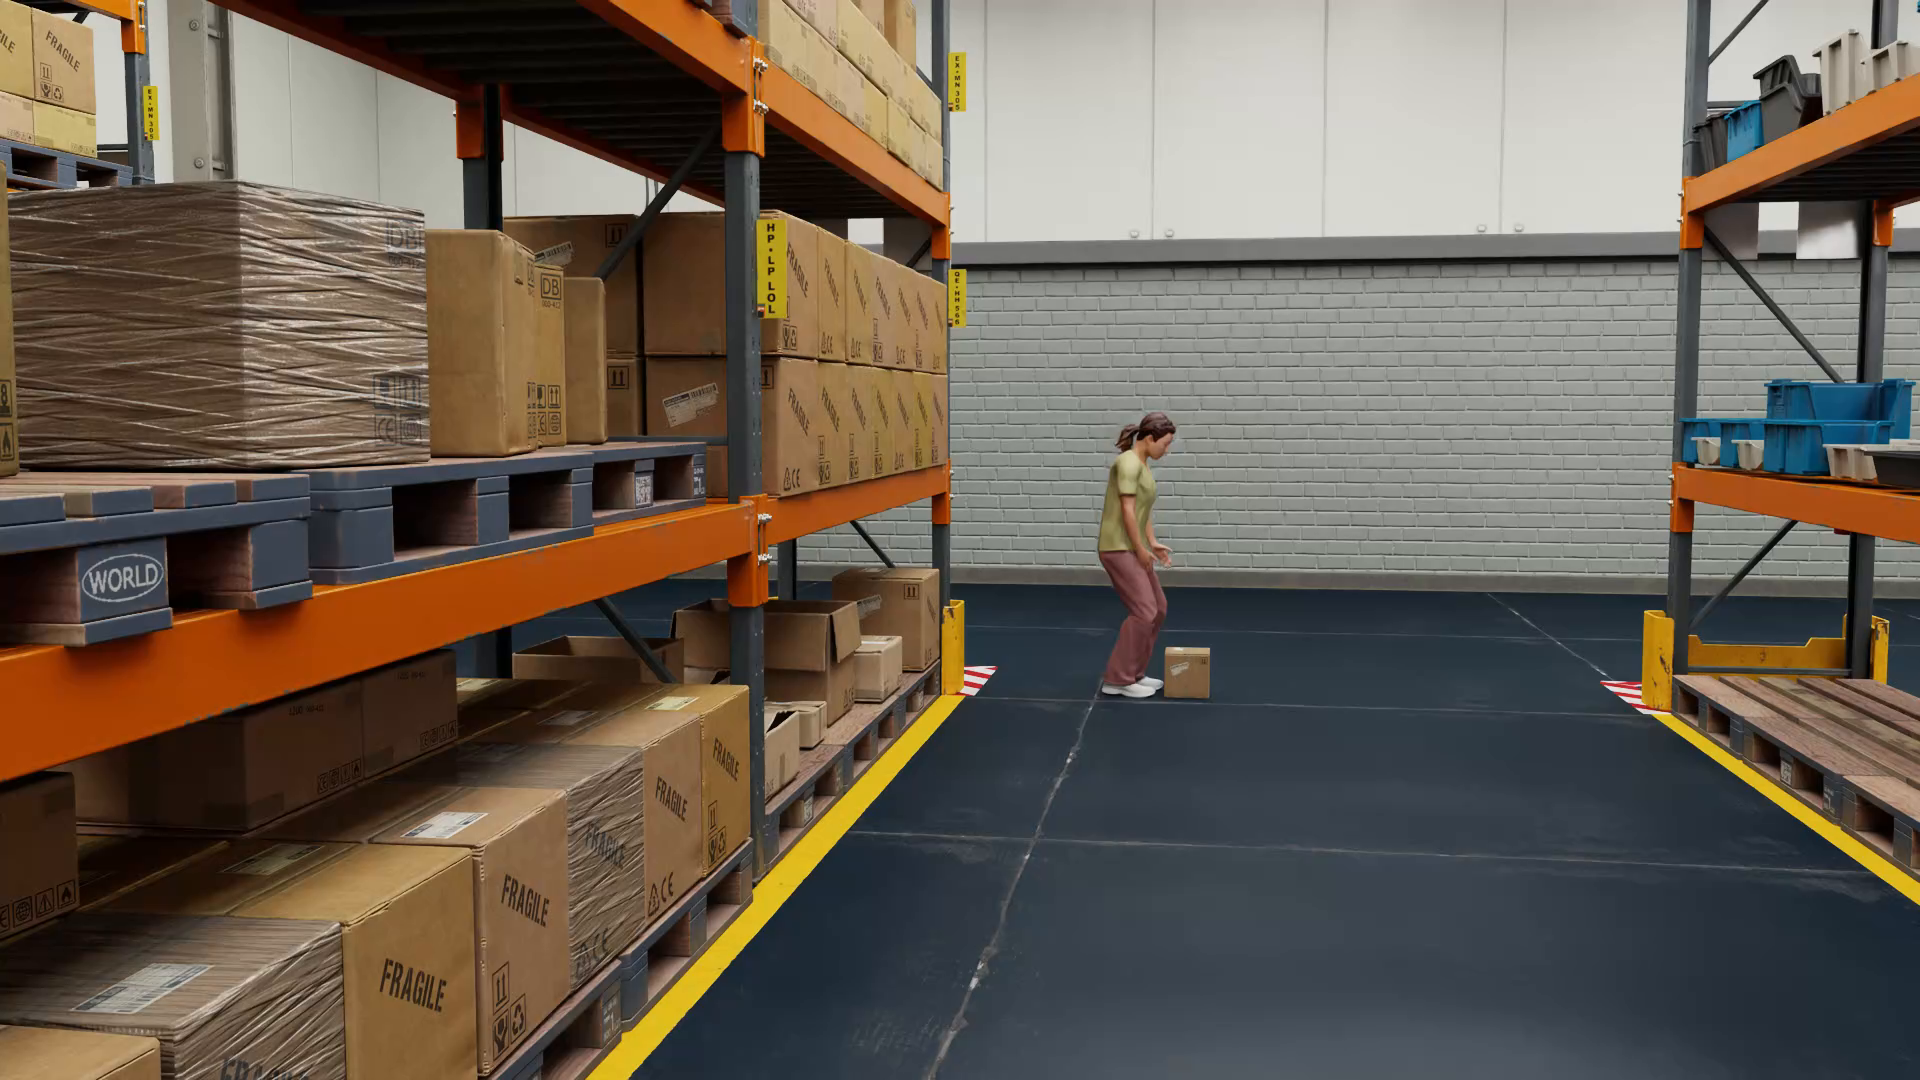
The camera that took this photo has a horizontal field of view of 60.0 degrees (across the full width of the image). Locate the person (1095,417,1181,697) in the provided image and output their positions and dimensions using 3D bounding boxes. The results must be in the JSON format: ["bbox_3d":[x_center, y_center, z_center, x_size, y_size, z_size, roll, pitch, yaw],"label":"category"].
[{"bbox_3d":[1.016,0.088,9.463,0.467,1.574,0.486,1,5,18],"label":"person"}]
